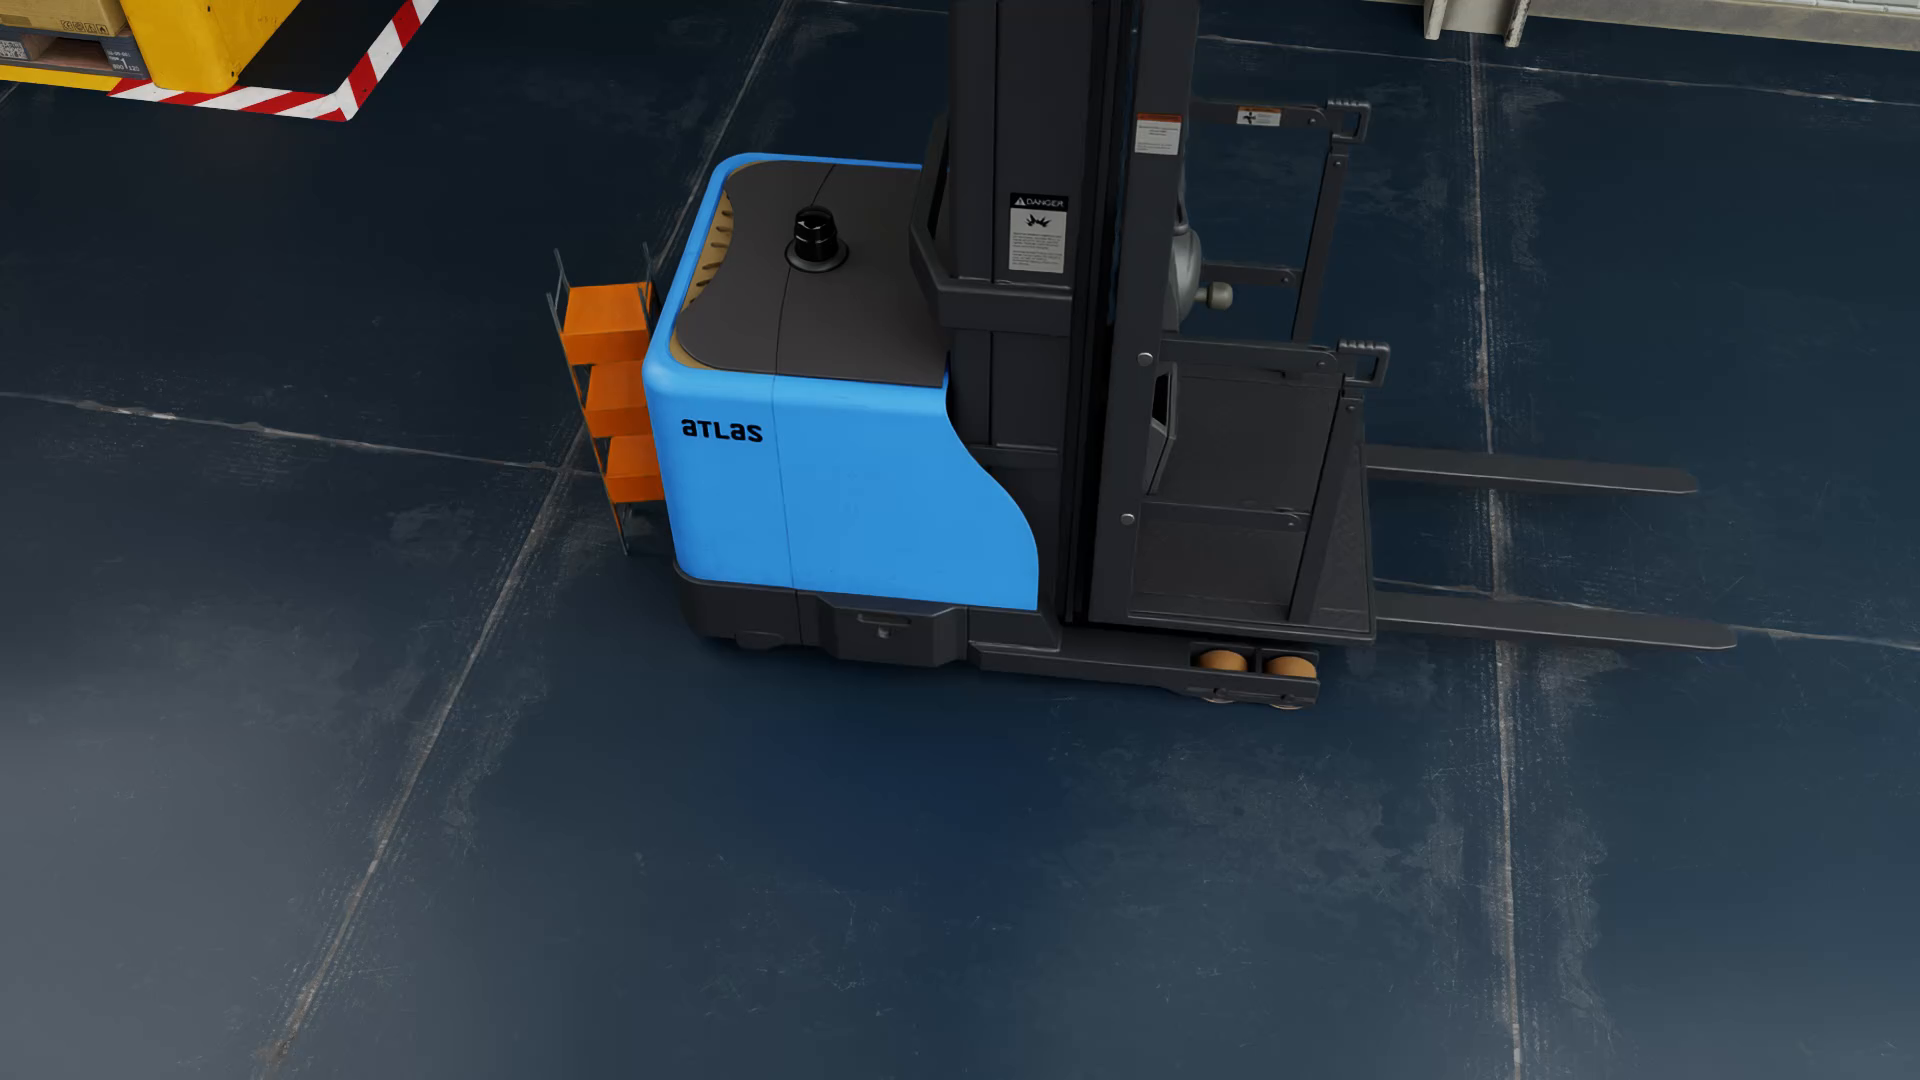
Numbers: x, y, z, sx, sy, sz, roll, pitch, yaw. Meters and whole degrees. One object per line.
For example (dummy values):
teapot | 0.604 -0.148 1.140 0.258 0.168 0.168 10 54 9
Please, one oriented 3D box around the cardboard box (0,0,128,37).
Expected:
cardboard box | -3.664 -2.356 6.916 0.500 0.250 0.500 8 49 7

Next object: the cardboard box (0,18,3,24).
cardboard box | -4.152 -2.428 6.982 0.500 0.250 0.500 8 49 7

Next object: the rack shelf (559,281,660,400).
rack shelf | -0.968 -0.567 4.679 0.240 0.259 0.215 -4 48 0

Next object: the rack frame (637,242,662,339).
rack frame | -0.833 -0.393 4.881 0.008 1.050 0.200 -4 48 0

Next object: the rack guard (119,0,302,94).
rack guard | -3.122 -2.465 7.129 0.348 0.500 1.175 8 49 7

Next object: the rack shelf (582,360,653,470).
rack shelf | -0.954 -0.378 4.890 0.240 0.259 0.215 -4 48 0

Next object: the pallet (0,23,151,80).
pallet | -3.905 -2.442 7.302 1.213 0.211 1.003 8 49 7

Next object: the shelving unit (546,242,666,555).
shelving unit | -0.954 -0.385 4.882 0.252 1.050 0.215 -4 48 0

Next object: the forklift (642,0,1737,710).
forklift | 0.726 -0.911 4.098 3.031 2.935 1.130 5 48 5

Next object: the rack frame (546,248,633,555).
rack frame | -1.076 -0.377 4.883 0.008 1.050 0.200 -4 48 0

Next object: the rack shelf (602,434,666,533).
rack shelf | -0.940 -0.193 5.097 0.240 0.259 0.215 -4 48 0
